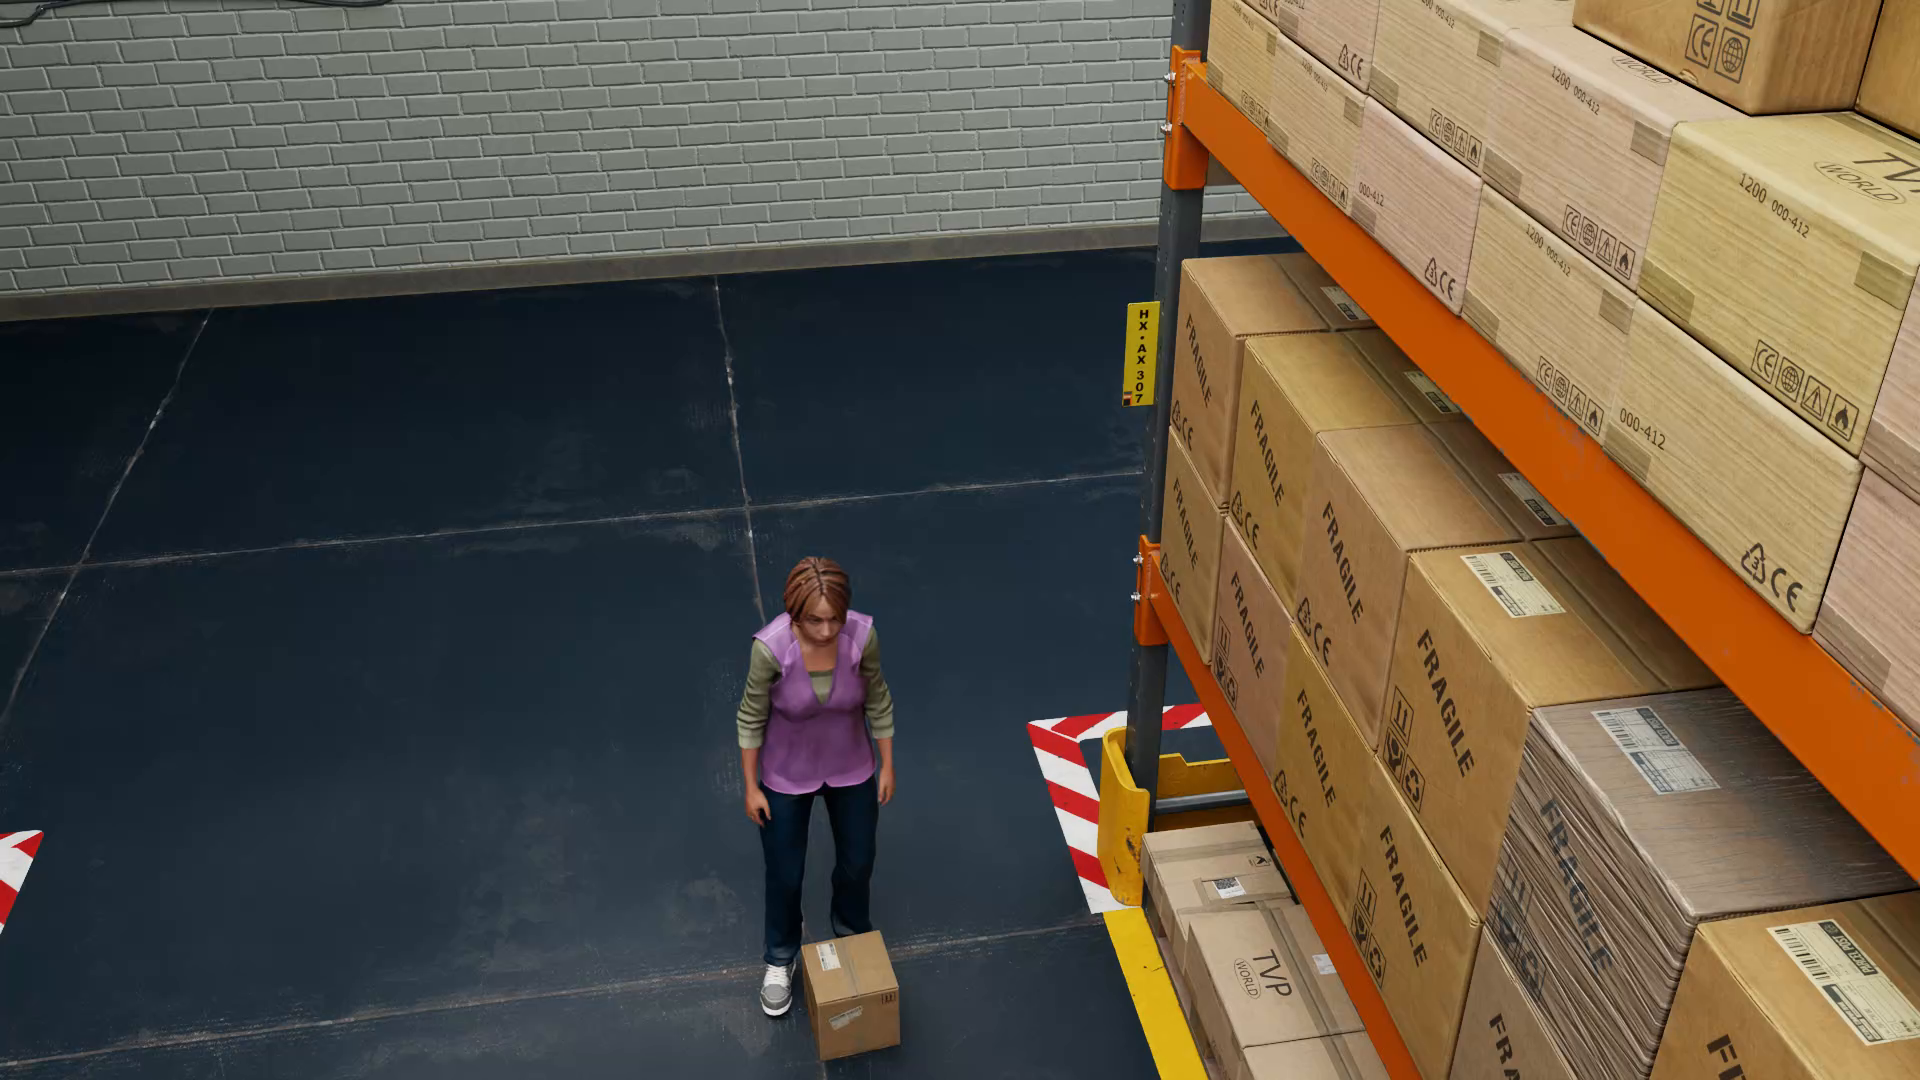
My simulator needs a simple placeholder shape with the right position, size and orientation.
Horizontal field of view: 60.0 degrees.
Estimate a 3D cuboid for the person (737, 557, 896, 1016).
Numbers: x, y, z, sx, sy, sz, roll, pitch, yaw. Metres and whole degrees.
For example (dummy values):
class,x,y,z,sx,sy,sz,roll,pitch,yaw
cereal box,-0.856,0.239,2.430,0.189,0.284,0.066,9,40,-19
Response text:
class,x,y,z,sx,sy,sz,roll,pitch,yaw
person,-0.421,0.714,4.961,0.474,1.592,0.350,-8,32,-13
